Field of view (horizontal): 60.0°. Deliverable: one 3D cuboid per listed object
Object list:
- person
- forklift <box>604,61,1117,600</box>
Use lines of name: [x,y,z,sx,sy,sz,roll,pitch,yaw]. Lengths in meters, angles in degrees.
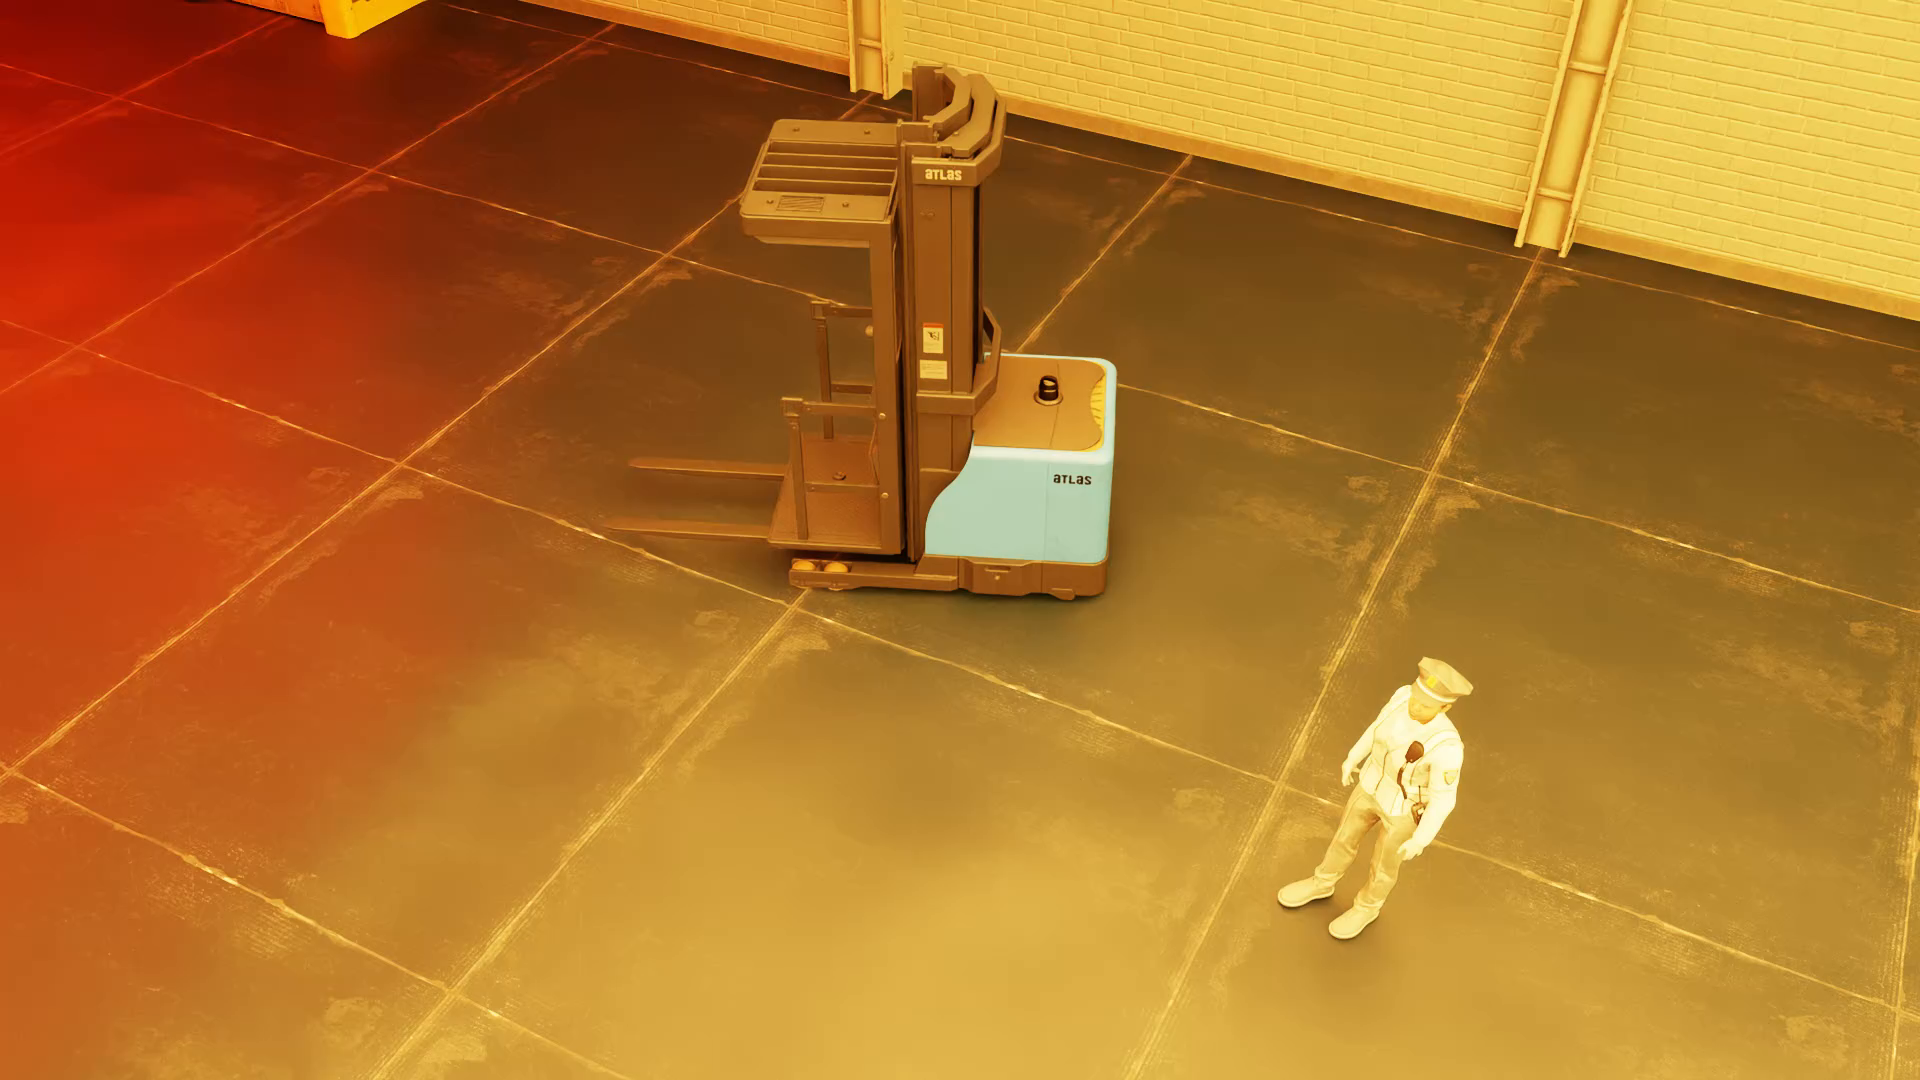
person: [1.894,1.195,7.518,0.514,1.692,0.585,-17,43,-19]
forklift: [-0.606,-1.157,9.360,3.031,2.935,1.130,3,40,4]
